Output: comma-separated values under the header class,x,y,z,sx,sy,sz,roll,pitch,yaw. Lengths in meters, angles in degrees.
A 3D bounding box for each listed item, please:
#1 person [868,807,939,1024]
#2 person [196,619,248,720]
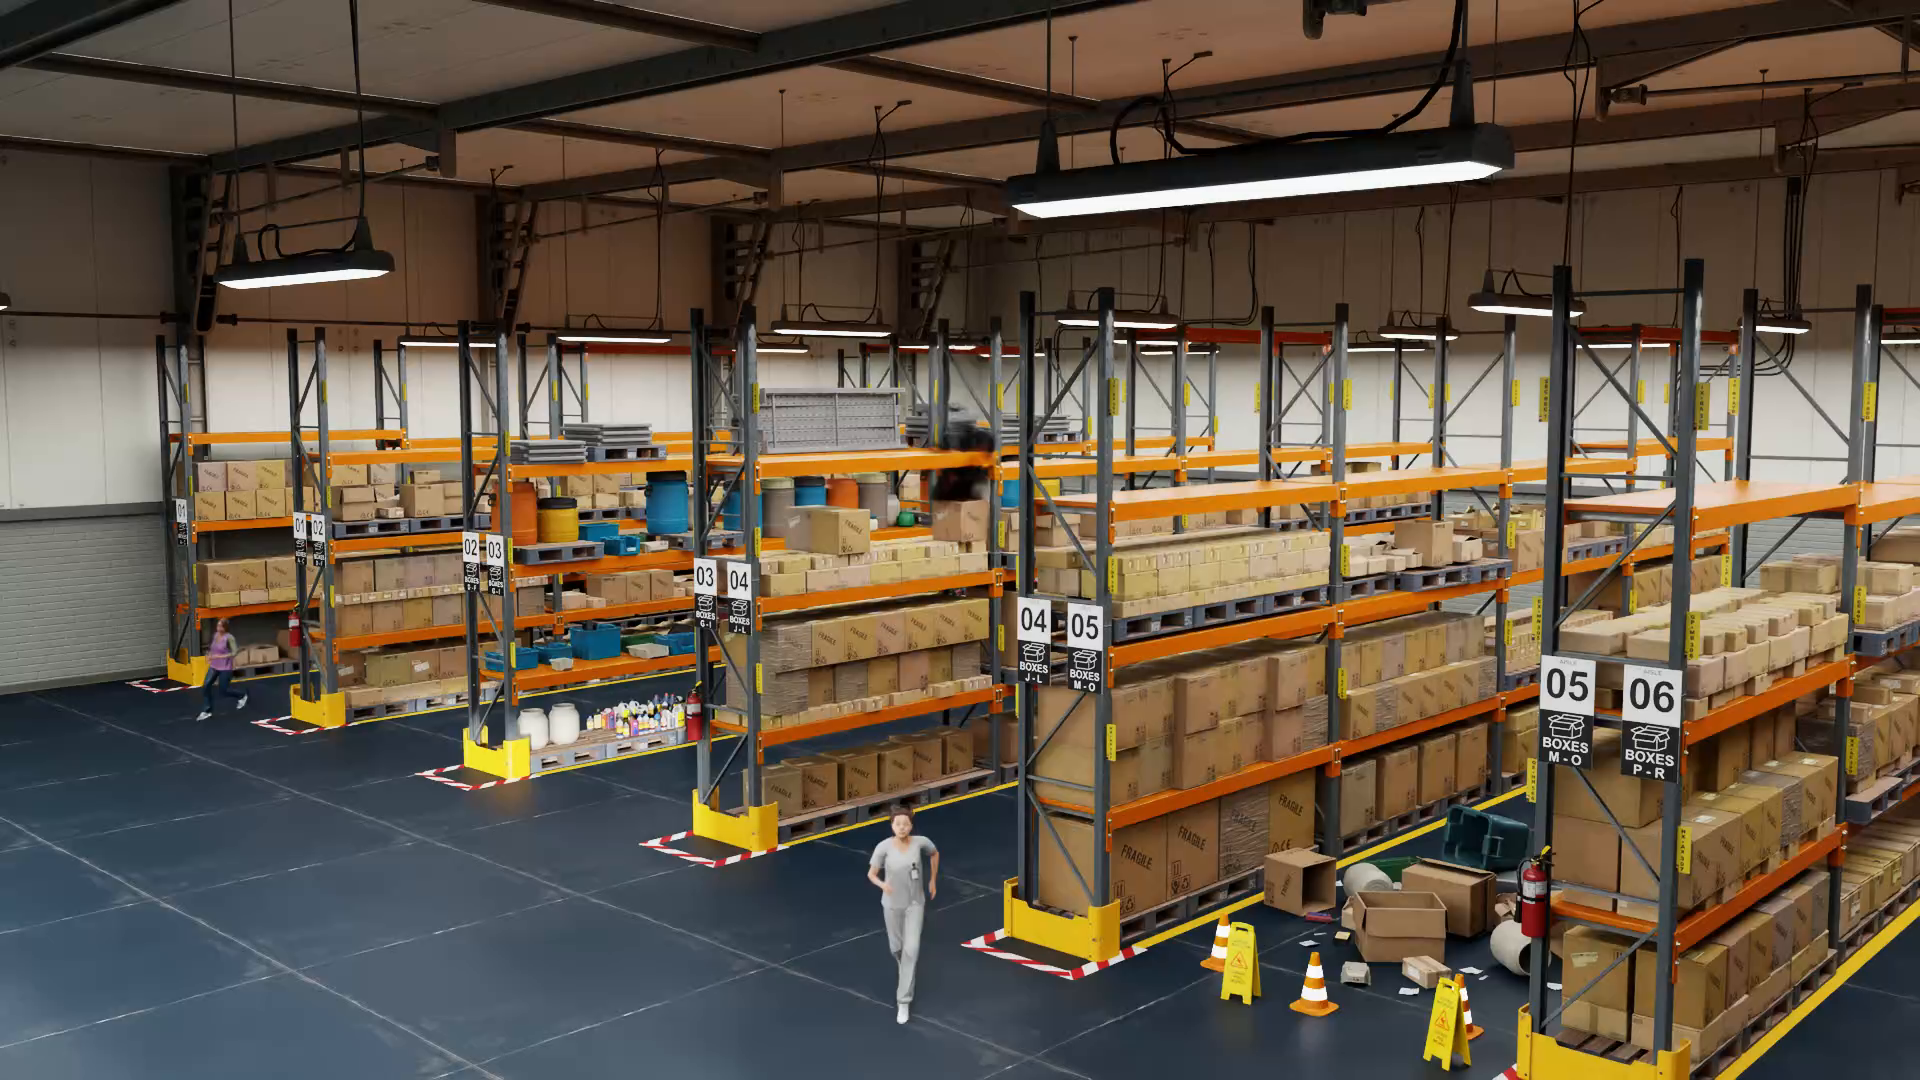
class,x,y,z,sx,sy,sz,roll,pitch,yaw
person,-0.468,3.053,13.847,0.597,1.709,0.922,0,5,-2
person,-11.419,1.993,25.796,0.541,1.568,0.760,2,6,23
